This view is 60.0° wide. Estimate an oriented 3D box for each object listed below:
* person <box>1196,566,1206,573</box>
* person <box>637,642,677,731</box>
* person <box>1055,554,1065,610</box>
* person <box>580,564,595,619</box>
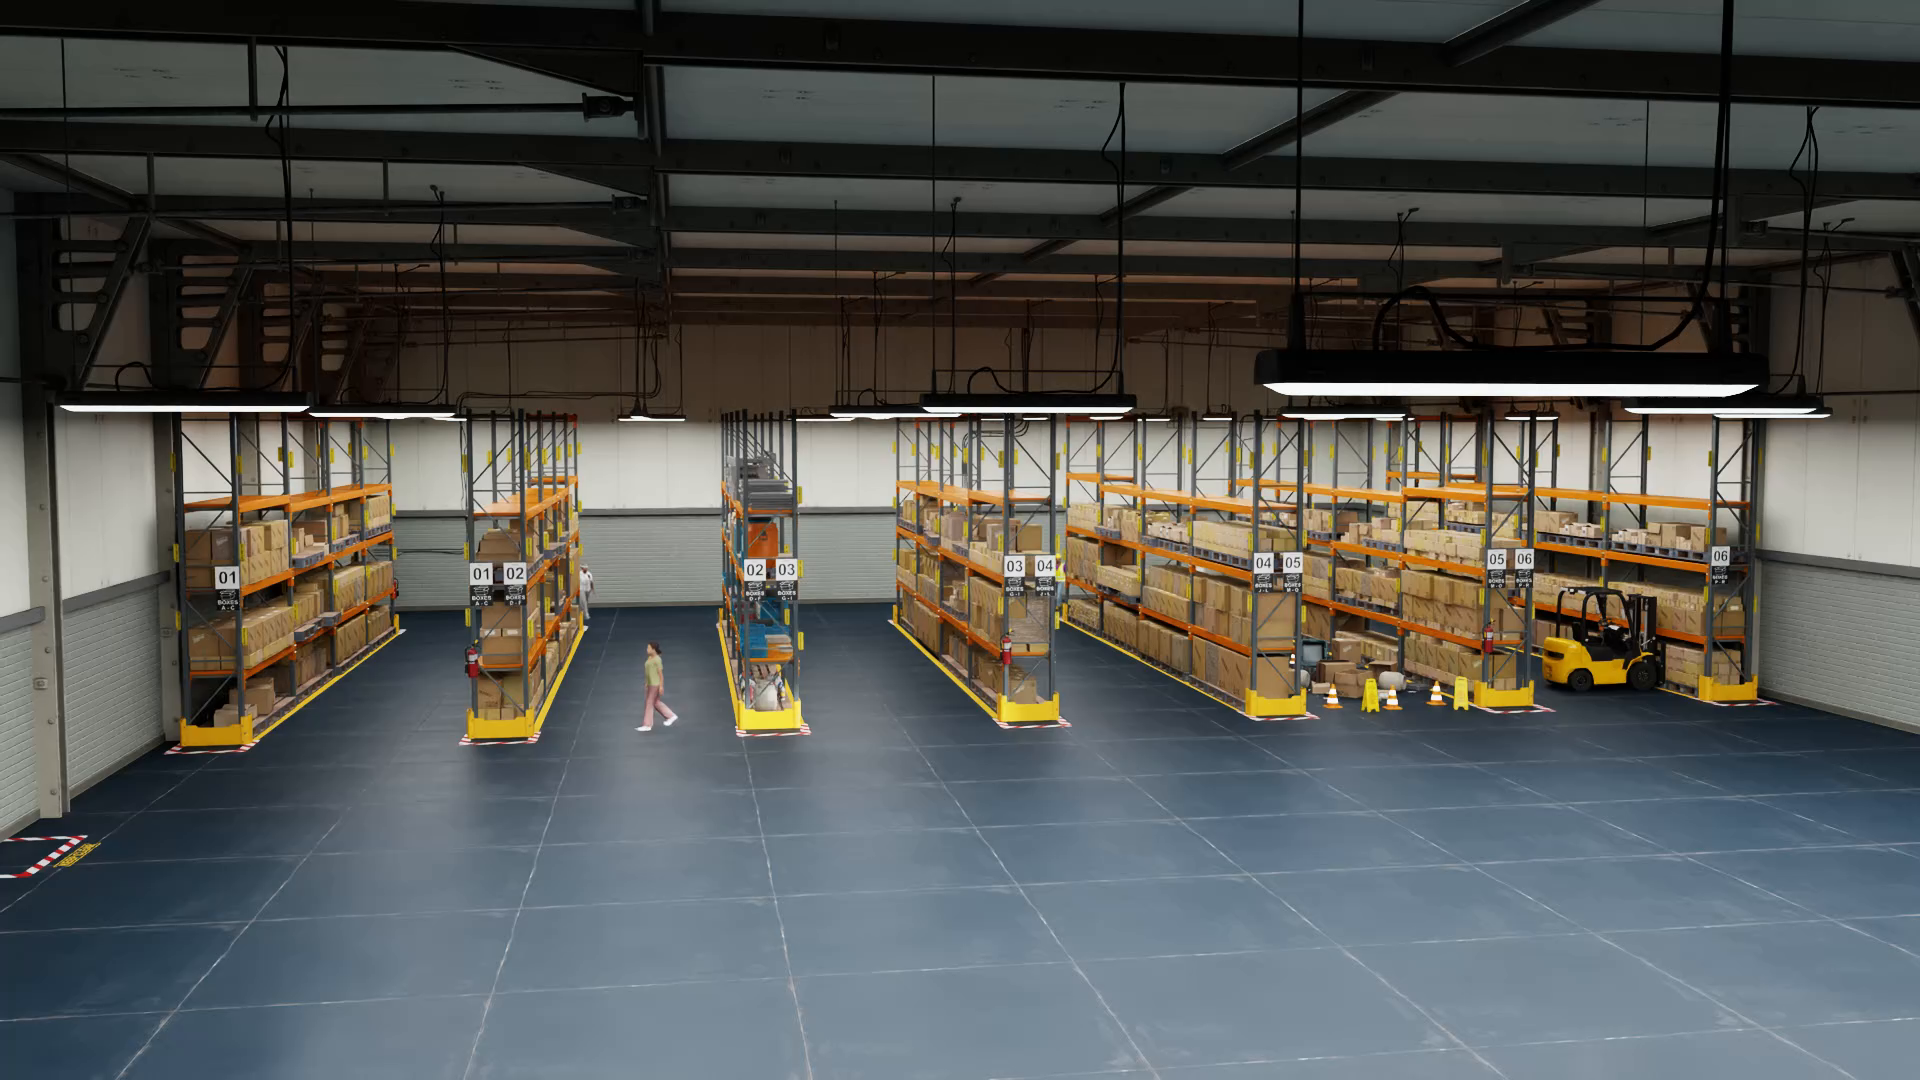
[{"bbox_3d":[7.603,1.161,53.007,1.068,1.723,0.487,-2,4,-21],"label":"person"},{"bbox_3d":[-5.695,2.720,31.188,0.846,1.648,0.458,-2,4,-28],"label":"person"},{"bbox_3d":[3.018,1.280,51.260,0.589,1.709,1.116,2,4,23],"label":"person"},{"bbox_3d":[-11.016,1.486,48.801,0.478,1.610,1.082,-3,5,-38],"label":"person"}]
